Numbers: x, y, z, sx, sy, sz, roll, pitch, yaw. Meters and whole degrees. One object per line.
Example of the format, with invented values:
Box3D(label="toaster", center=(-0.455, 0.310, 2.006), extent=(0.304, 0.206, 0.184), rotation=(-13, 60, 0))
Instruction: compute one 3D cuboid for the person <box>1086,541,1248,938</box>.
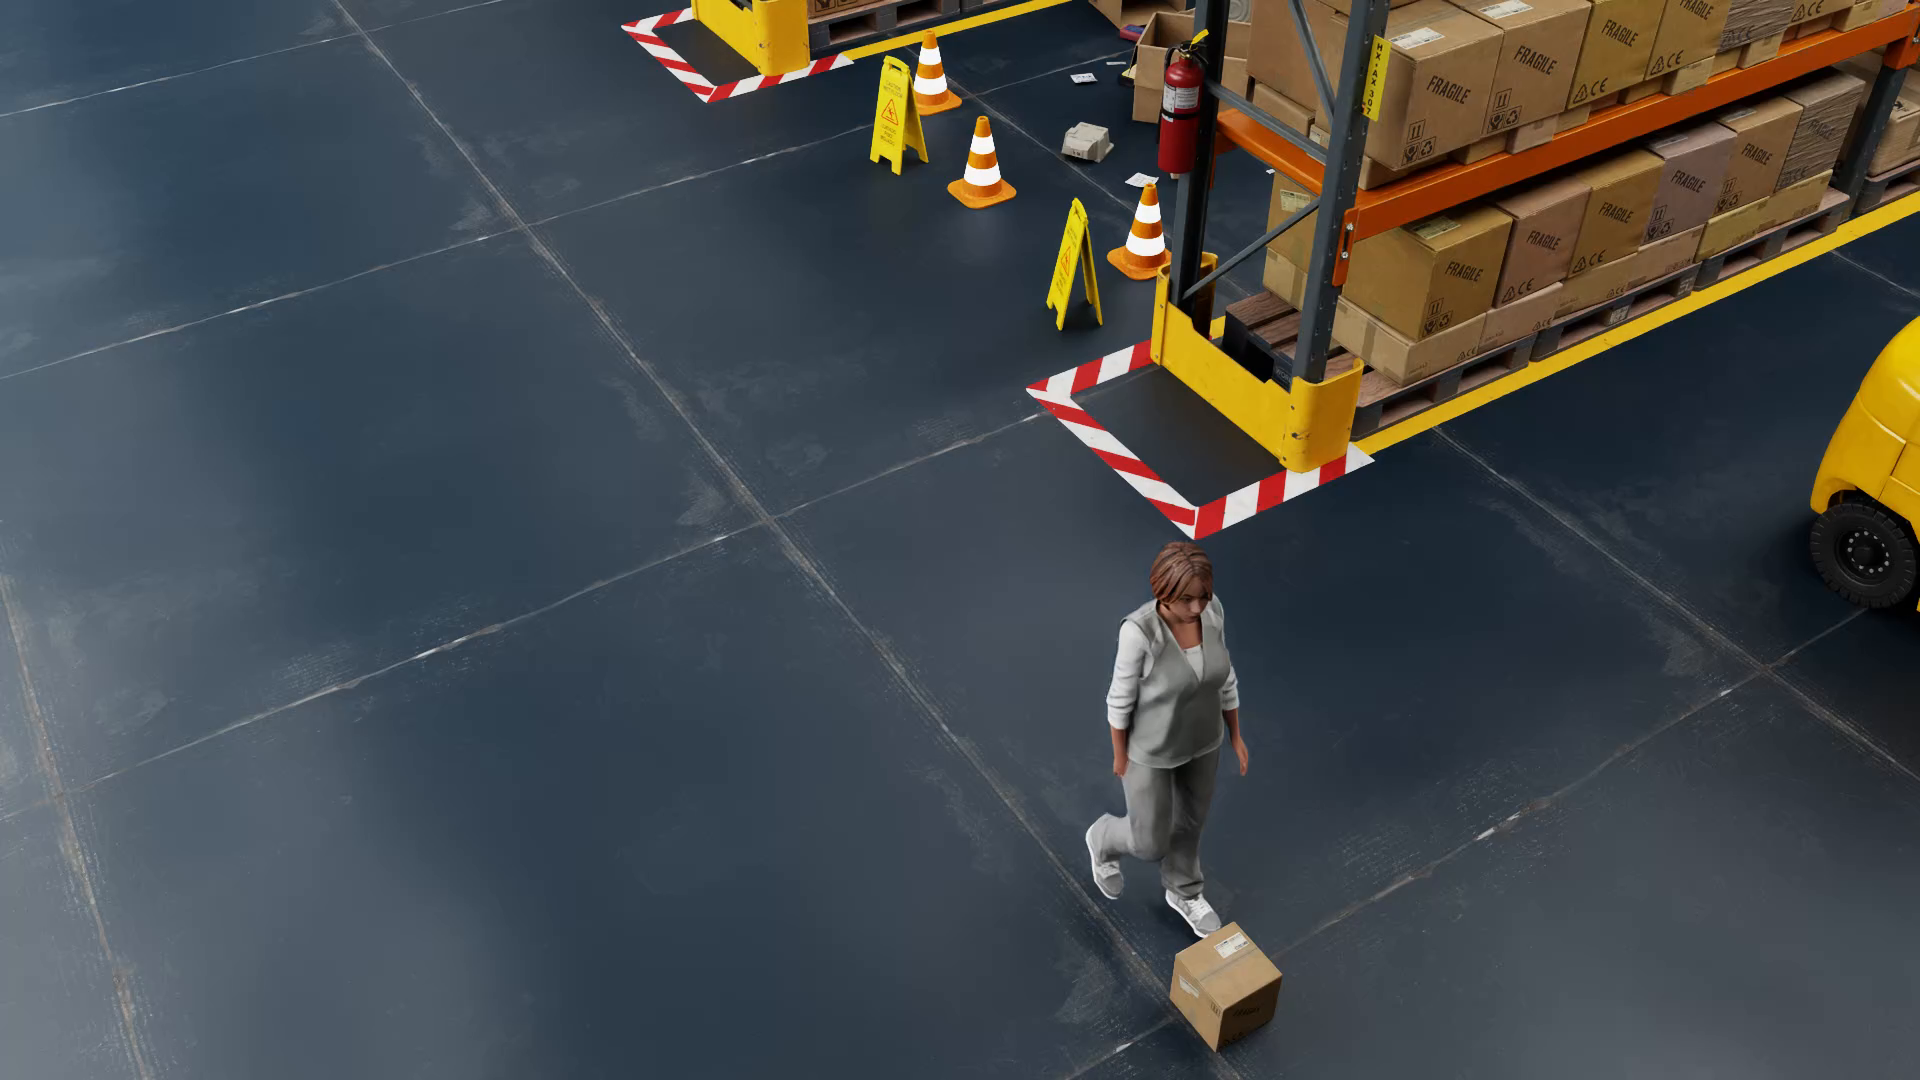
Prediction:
Box3D(label="person", center=(0.702, 0.672, 5.375), extent=(0.435, 1.590, 0.536), rotation=(-21, 45, -22))
